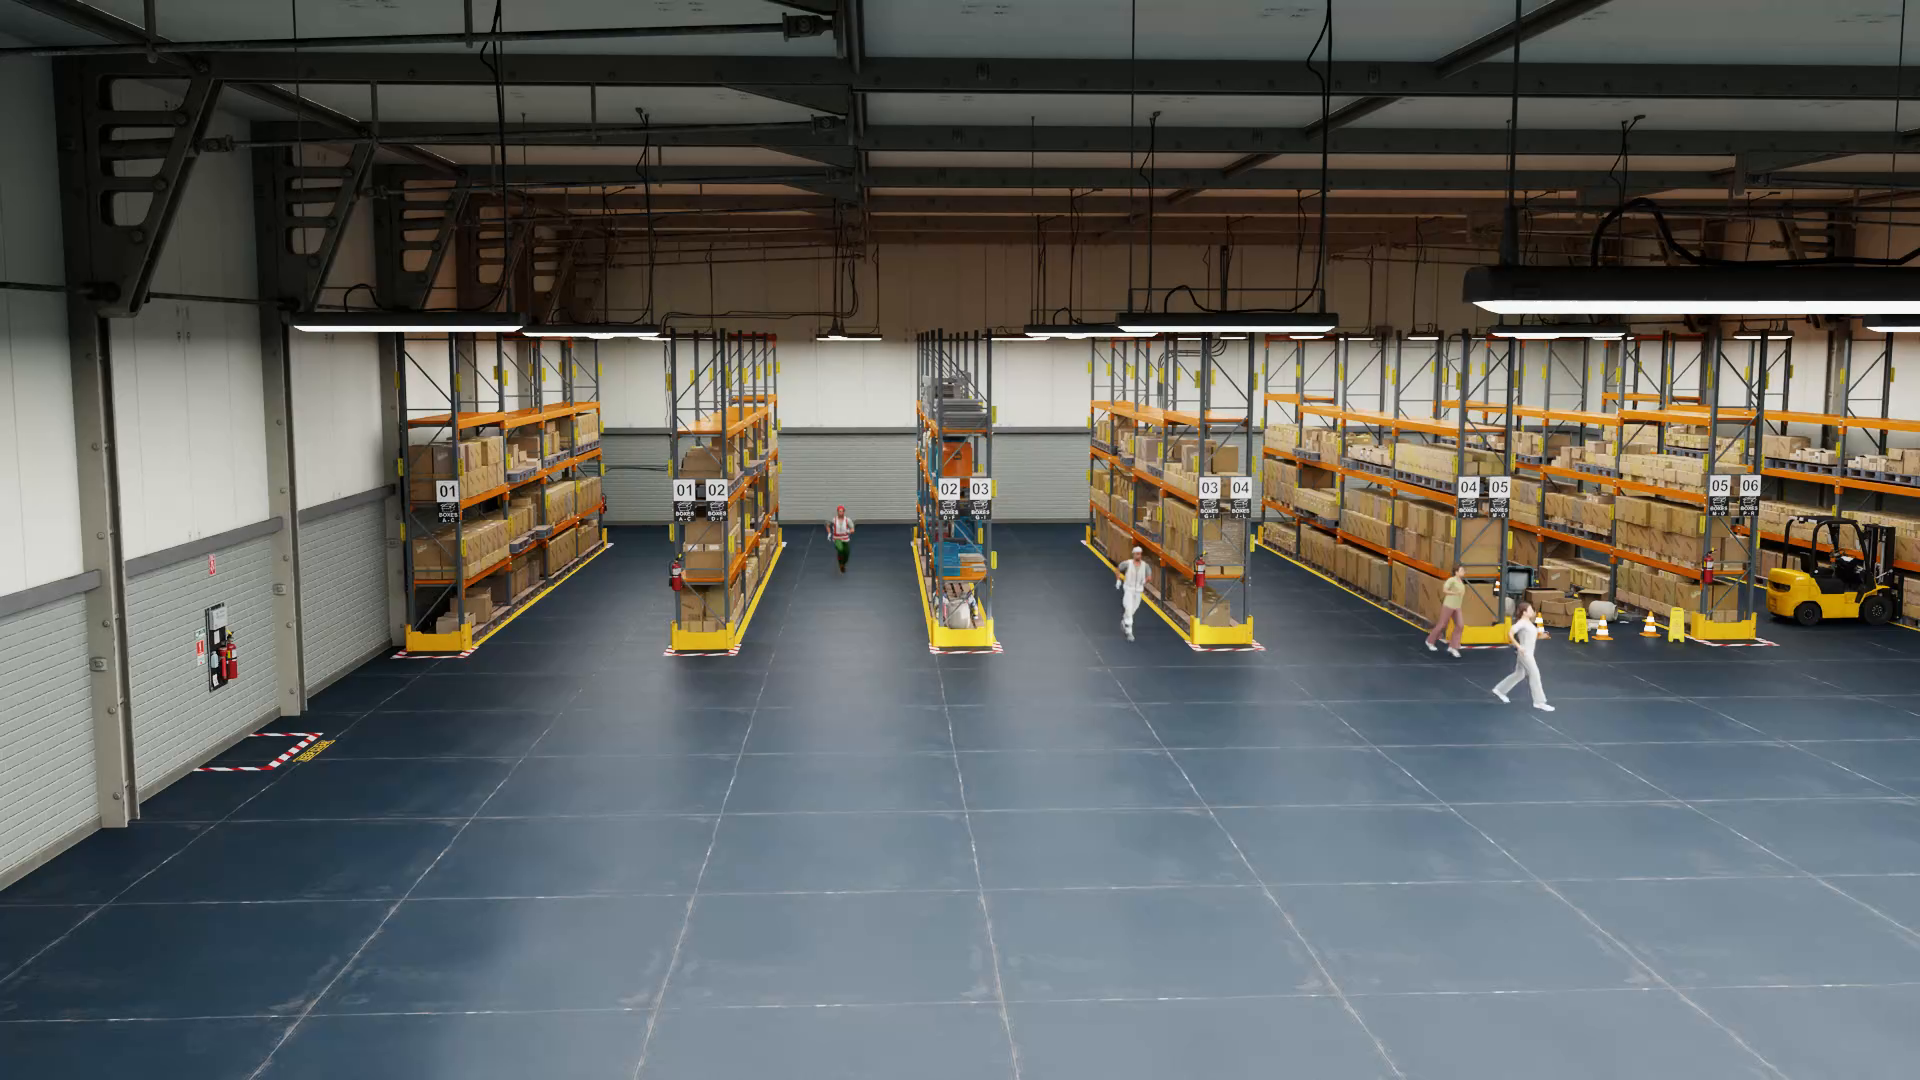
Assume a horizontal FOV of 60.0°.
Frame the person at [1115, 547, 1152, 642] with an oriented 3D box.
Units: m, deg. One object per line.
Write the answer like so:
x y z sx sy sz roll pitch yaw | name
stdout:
3.392 1.016 32.512 0.700 1.802 0.963 -1 7 -11 | person

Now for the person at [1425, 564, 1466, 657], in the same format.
9.133 1.277 30.806 0.590 1.674 0.790 -4 8 -31 | person

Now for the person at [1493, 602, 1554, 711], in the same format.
8.852 1.801 26.067 0.960 1.665 0.560 4 8 27 | person

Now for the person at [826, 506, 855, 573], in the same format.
-2.908 0.005 40.640 0.667 1.695 0.970 -1 7 -12 | person
